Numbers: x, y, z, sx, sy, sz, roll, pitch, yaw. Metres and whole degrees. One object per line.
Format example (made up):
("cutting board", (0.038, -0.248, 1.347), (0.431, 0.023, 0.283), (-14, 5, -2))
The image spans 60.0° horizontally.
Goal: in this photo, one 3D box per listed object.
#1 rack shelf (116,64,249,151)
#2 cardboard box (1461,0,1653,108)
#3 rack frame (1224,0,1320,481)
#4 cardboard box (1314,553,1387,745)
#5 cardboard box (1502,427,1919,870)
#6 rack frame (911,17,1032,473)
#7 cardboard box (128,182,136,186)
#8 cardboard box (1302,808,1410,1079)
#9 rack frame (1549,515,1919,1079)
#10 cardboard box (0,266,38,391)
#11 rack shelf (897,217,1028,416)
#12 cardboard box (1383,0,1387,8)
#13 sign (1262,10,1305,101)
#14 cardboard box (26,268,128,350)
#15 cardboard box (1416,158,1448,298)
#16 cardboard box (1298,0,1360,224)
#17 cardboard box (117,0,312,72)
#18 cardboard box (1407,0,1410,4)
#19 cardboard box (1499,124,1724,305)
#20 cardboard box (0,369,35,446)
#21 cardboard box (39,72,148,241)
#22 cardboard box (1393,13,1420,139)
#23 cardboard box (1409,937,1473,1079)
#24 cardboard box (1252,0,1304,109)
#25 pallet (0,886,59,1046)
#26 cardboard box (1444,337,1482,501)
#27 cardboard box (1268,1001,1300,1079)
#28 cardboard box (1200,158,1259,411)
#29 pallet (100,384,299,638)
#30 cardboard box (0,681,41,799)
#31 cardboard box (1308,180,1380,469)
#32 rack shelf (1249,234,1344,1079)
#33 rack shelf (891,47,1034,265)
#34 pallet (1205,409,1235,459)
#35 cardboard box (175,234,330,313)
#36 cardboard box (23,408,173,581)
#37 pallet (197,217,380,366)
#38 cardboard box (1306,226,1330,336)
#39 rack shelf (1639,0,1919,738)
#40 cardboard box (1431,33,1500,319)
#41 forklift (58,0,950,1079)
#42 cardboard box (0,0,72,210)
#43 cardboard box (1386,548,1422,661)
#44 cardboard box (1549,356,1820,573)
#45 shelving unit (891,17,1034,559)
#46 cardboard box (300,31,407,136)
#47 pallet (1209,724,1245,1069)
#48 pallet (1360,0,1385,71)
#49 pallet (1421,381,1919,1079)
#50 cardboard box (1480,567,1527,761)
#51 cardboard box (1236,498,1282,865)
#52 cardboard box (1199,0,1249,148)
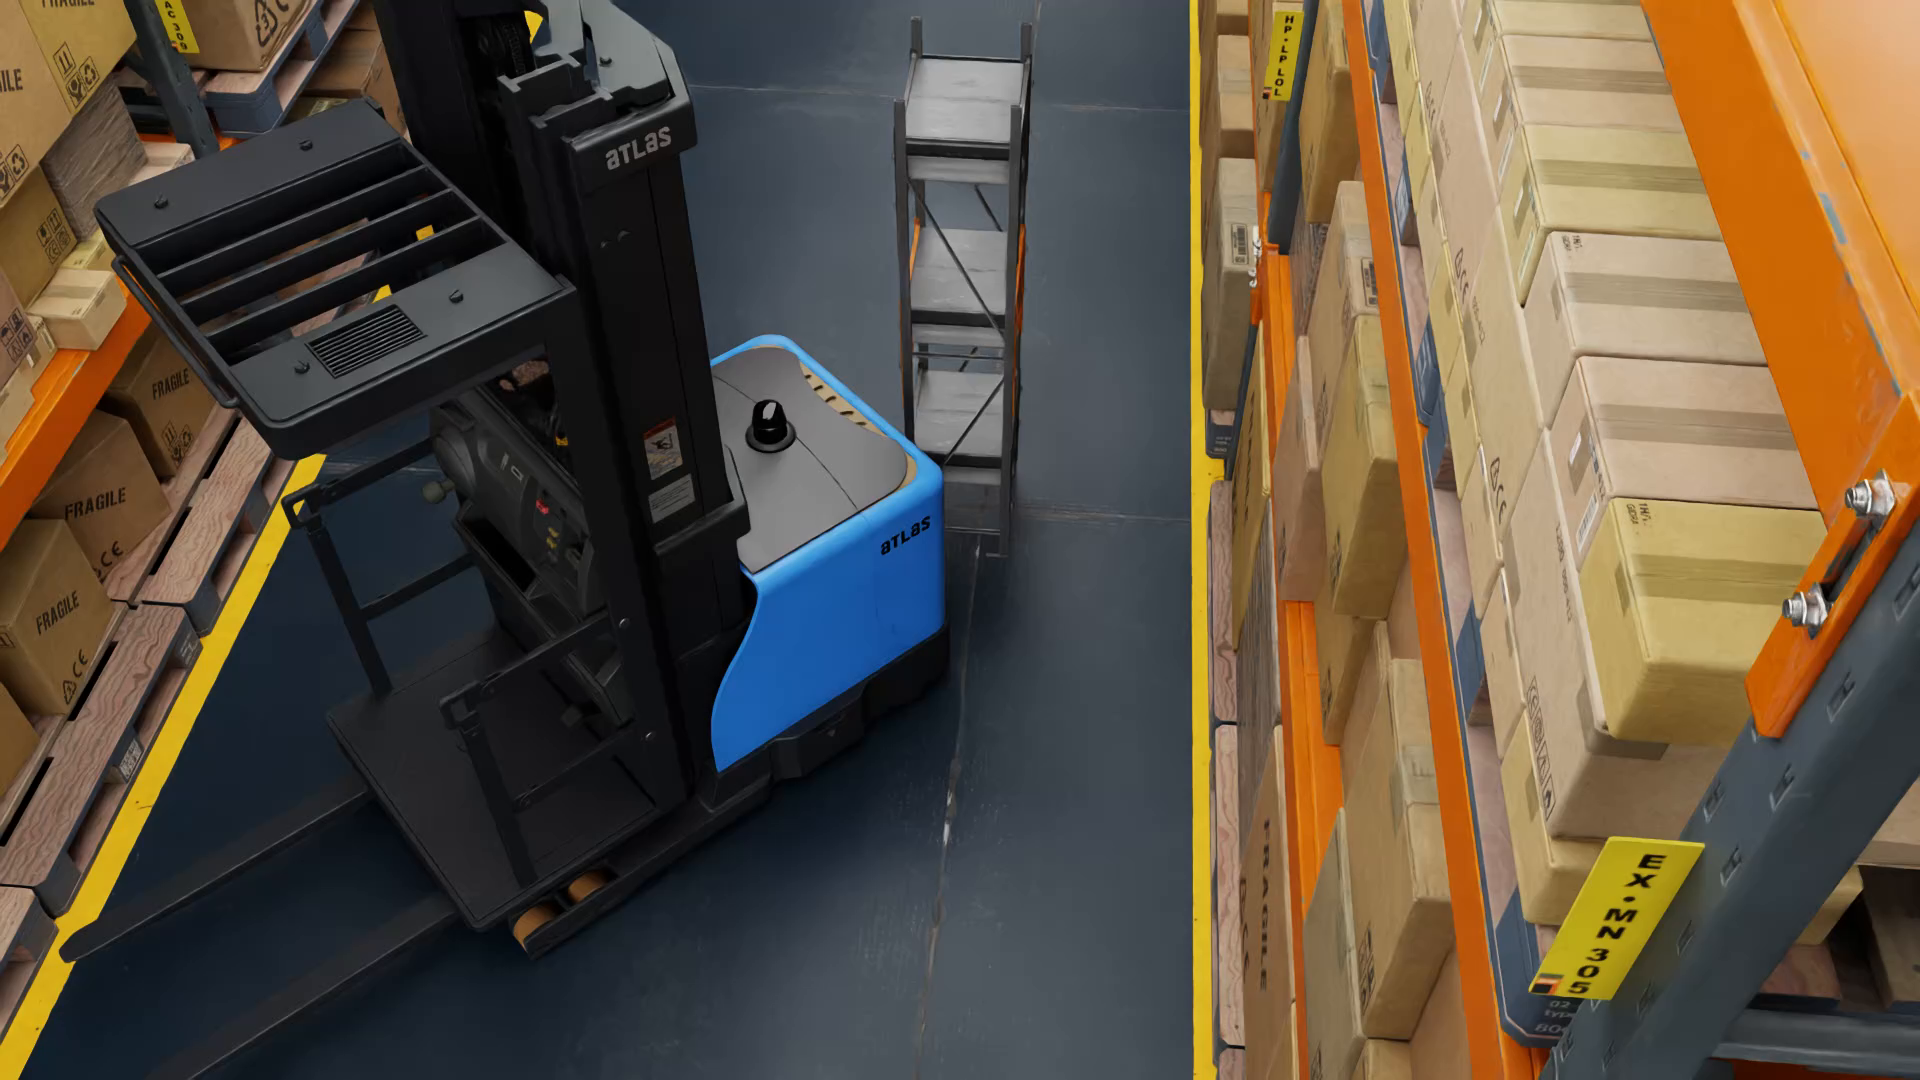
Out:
("rack shelf", (-3.142, -2.831, 7.820), (1.077, 0.370, 4.000), (4, 48, 4))
("cardboard box", (1.051, -0.833, 2.750), (0.380, 0.149, 0.250), (3, 48, 3))
("rack frame", (1.606, -1.196, 5.837), (1.000, 3.000, 0.127), (4, 48, 4))
("cardboard box", (1.442, 0.216, 4.444), (0.875, 0.550, 0.500), (4, 48, 4))
("cardboard box", (1.008, 0.127, 2.142), (0.500, 0.250, 0.500), (4, 48, 4))
("rack frame", (0.037, -1.010, 6.276), (0.400, 2.100, 0.015), (4, 48, 4))
("cardboard box", (-3.083, -1.158, 5.973), (0.380, 0.149, 0.250), (4, 48, 4))
("cardboard box", (1.259, 1.011, 3.716), (0.875, 0.550, 0.550), (4, 48, 4))
("rack frame", (1.242, -0.281, 0.935), (1.000, 3.000, 0.127), (4, 48, 4))
("cardboard box", (-3.452, -0.672, 5.089), (0.875, 0.500, 0.500), (4, 48, 4))
("rack shelf", (0.015, -0.821, 6.122), (0.431, 0.518, 0.480), (4, 48, 4))
("cardboard box", (1.144, -1.306, 3.723), (0.380, 0.149, 0.250), (3, 48, 3))
("sign", (1.065, -1.589, 5.466), (0.100, 0.325, 0.005), (4, 48, 4))
("cardboard box", (-3.077, -0.787, 5.633), (0.380, 0.149, 0.250), (4, 48, 4))
("cardboard box", (1.051, -0.560, 3.041), (0.380, 0.149, 0.250), (4, 48, 4))
("cardboard box", (1.538, -1.342, 5.137), (0.875, 0.550, 0.550), (4, 48, 4))
("cardboard box", (-3.112, -2.522, 6.359), (1.000, 1.000, 1.000), (4, 48, 4))
("cardboard box", (1.193, -1.351, 3.494), (0.500, 0.250, 0.500), (3, 48, 3))
("cardboard box", (1.004, -0.461, 2.410), (0.380, 0.149, 0.250), (5, 48, 4))
("cardboard box", (-3.214, -0.426, 5.303), (0.380, 0.149, 0.250), (4, 48, 4))
("cardboard box", (-3.427, -1.411, 5.765), (0.875, 0.500, 0.500), (4, 48, 4))
("cardboard box", (1.096, -0.937, 3.385), (0.380, 0.149, 0.250), (4, 48, 4))
("cardboard box", (1.314, 1.058, 2.942), (0.875, 0.550, 0.550), (4, 48, 4))
("cardboard box", (1.434, -2.002, 6.507), (0.500, 0.500, 0.500), (3, 48, 3))
("pallet", (-3.572, 1.626, 5.145), (1.003, 0.211, 1.213), (4, 48, 4))
("cardboard box", (1.005, -0.186, 2.699), (0.380, 0.149, 0.250), (4, 48, 4))
("cardboard box", (1.238, 1.816, 4.237), (0.875, 0.875, 0.875), (4, 48, 4))
("cardboard box", (1.573, -1.041, 6.935), (1.050, 0.750, 0.750), (4, 48, 3))
("pallet", (-3.350, -0.167, 6.785), (1.003, 0.211, 1.213), (4, 48, 4))
("cardboard box", (-3.519, 0.679, 5.531), (0.500, 0.500, 0.500), (8, 48, 7))
("cardboard box", (1.418, -0.543, 4.406), (0.875, 0.550, 0.550), (4, 48, 4))
("rack shelf", (1.424, 0.517, 4.758), (1.077, 0.370, 4.000), (4, 48, 4))
("rack shelf", (0.015, -1.294, 5.606), (0.431, 0.518, 0.480), (4, 48, 4))
("pallet", (1.601, -0.827, 7.389), (1.003, 0.211, 1.213), (4, 48, 4))
("cardboard box", (-3.247, -1.358, 7.381), (0.700, 0.500, 0.500), (1, 48, 1))
("cardboard box", (-3.445, -0.189, 6.326), (0.500, 0.500, 0.500), (18, 50, 16))
("pallet", (-3.254, -1.235, 7.762), (1.003, 0.211, 1.213), (4, 48, 4))
("cardboard box", (1.557, -0.569, 5.162), (0.875, 0.550, 0.550), (4, 48, 4))
("rack shelf", (1.424, -1.373, 2.692), (1.077, 0.370, 4.000), (4, 48, 4))
("cardboard box", (1.101, -0.609, 2.815), (0.500, 0.250, 0.500), (4, 48, 3))
("forklift", (-1.492, -0.065, 4.849), (3.031, 2.935, 1.130), (-32, 55, -26))
("cardboard box", (-3.135, -1.359, 5.039), (0.500, 0.500, 0.500), (4, 48, 4))
("cardboard box", (1.459, 0.246, 3.685), (0.875, 0.550, 0.550), (4, 48, 4))
("cardboard box", (0.959, -0.082, 2.063), (0.380, 0.149, 0.250), (4, 48, 4))
("shelving unit", (0.015, -0.830, 6.112), (0.431, 2.100, 0.503), (4, 48, 4))
("cardboard box", (-3.134, -2.119, 8.077), (0.700, 0.500, 0.500), (0, 48, 0))
("pallet", (1.350, 1.198, 5.537), (1.003, 0.211, 1.213), (4, 48, 4))
("pallet", (1.521, -1.578, 4.214), (1.003, 0.211, 1.213), (4, 48, 4))
("pallet", (1.299, 0.215, 2.574), (1.003, 0.211, 1.213), (4, 48, 4))
("cardboard box", (0.958, 0.188, 2.356), (0.380, 0.149, 0.250), (4, 48, 4))
("cardboard box", (1.401, 0.500, 5.442), (0.875, 0.875, 0.875), (4, 48, 4))
("cardboard box", (1.749, -2.434, 8.209), (1.050, 0.750, 0.750), (5, 48, 4))
